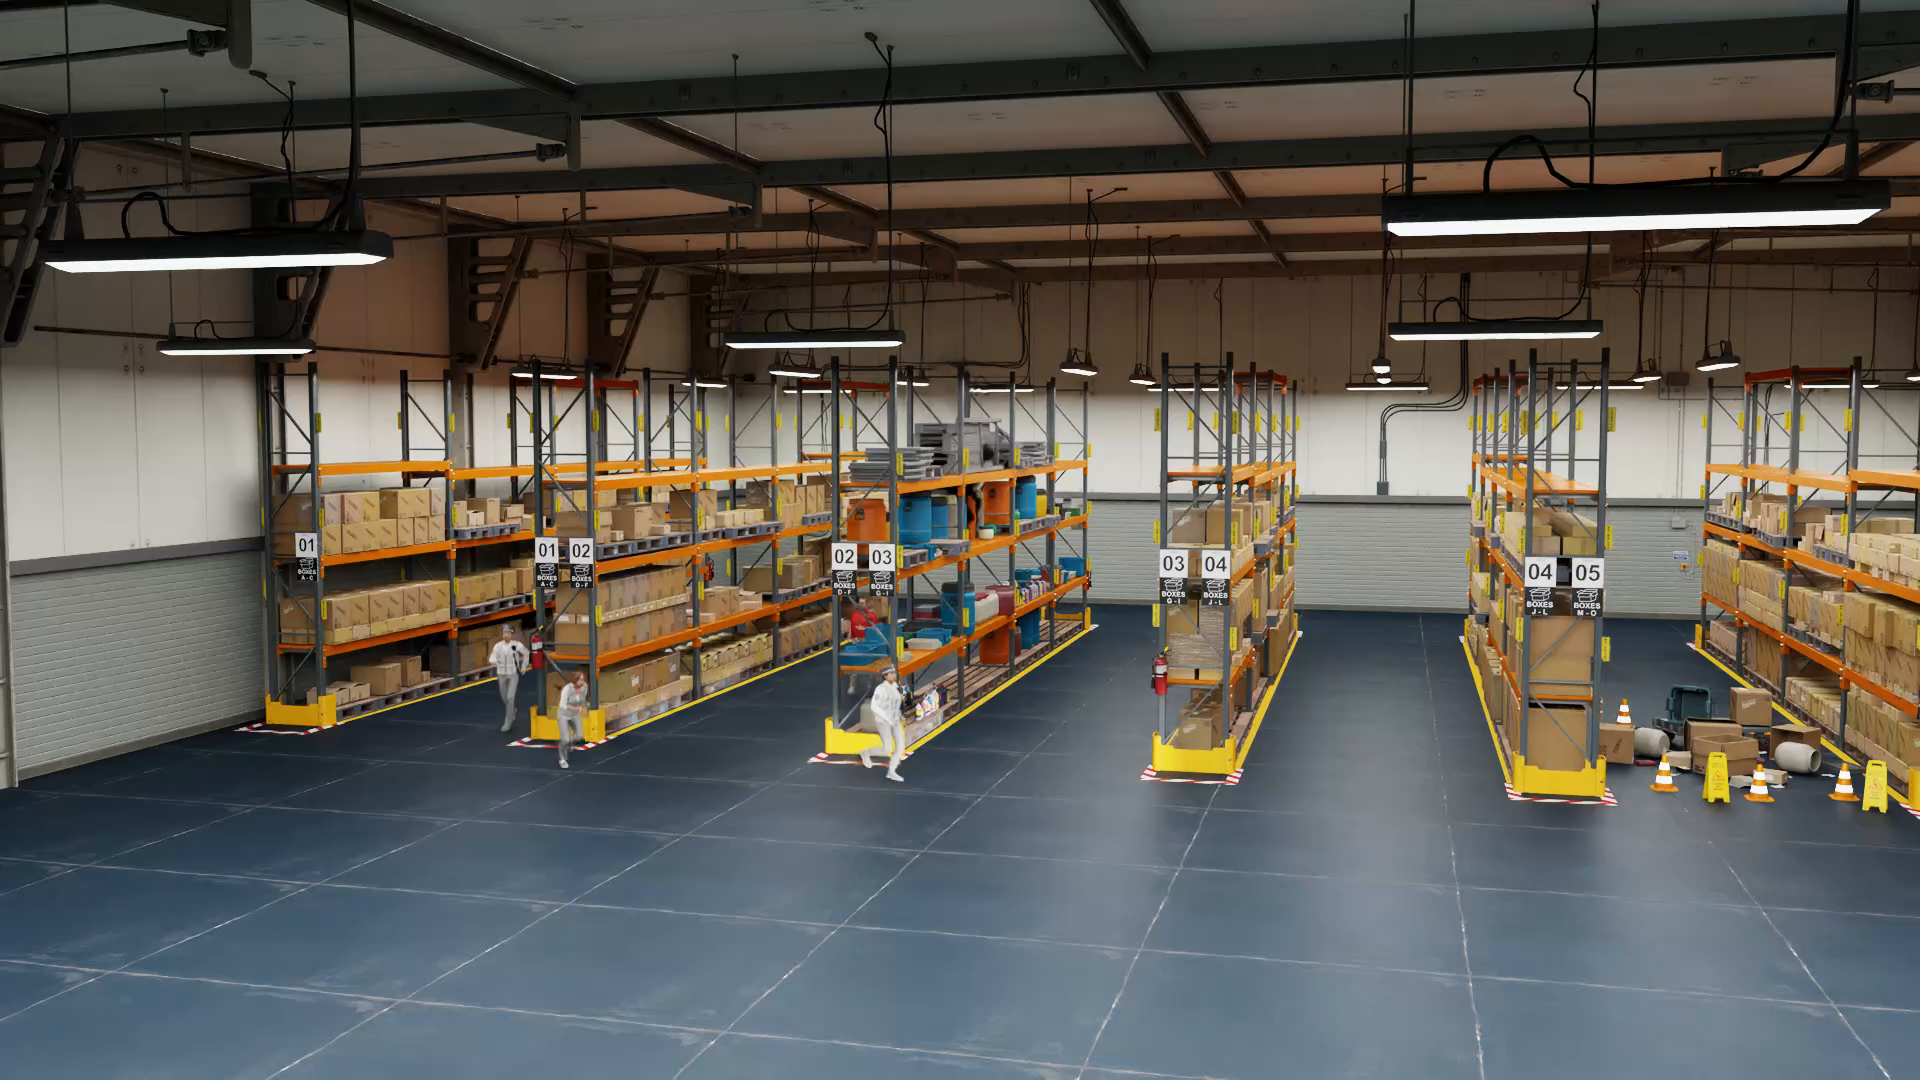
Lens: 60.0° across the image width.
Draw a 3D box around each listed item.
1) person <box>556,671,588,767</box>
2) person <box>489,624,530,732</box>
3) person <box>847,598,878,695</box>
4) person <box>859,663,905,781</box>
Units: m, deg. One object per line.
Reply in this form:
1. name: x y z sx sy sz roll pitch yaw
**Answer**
1. person: -5.573 2.587 24.077 0.552 1.454 0.782 -4 6 -44
2. person: -7.389 2.218 27.231 0.605 1.691 0.930 0 4 4
3. person: -1.817 1.942 30.929 0.653 1.748 0.921 1 4 16
4. person: -1.070 2.543 23.394 0.700 1.657 0.613 3 5 35
